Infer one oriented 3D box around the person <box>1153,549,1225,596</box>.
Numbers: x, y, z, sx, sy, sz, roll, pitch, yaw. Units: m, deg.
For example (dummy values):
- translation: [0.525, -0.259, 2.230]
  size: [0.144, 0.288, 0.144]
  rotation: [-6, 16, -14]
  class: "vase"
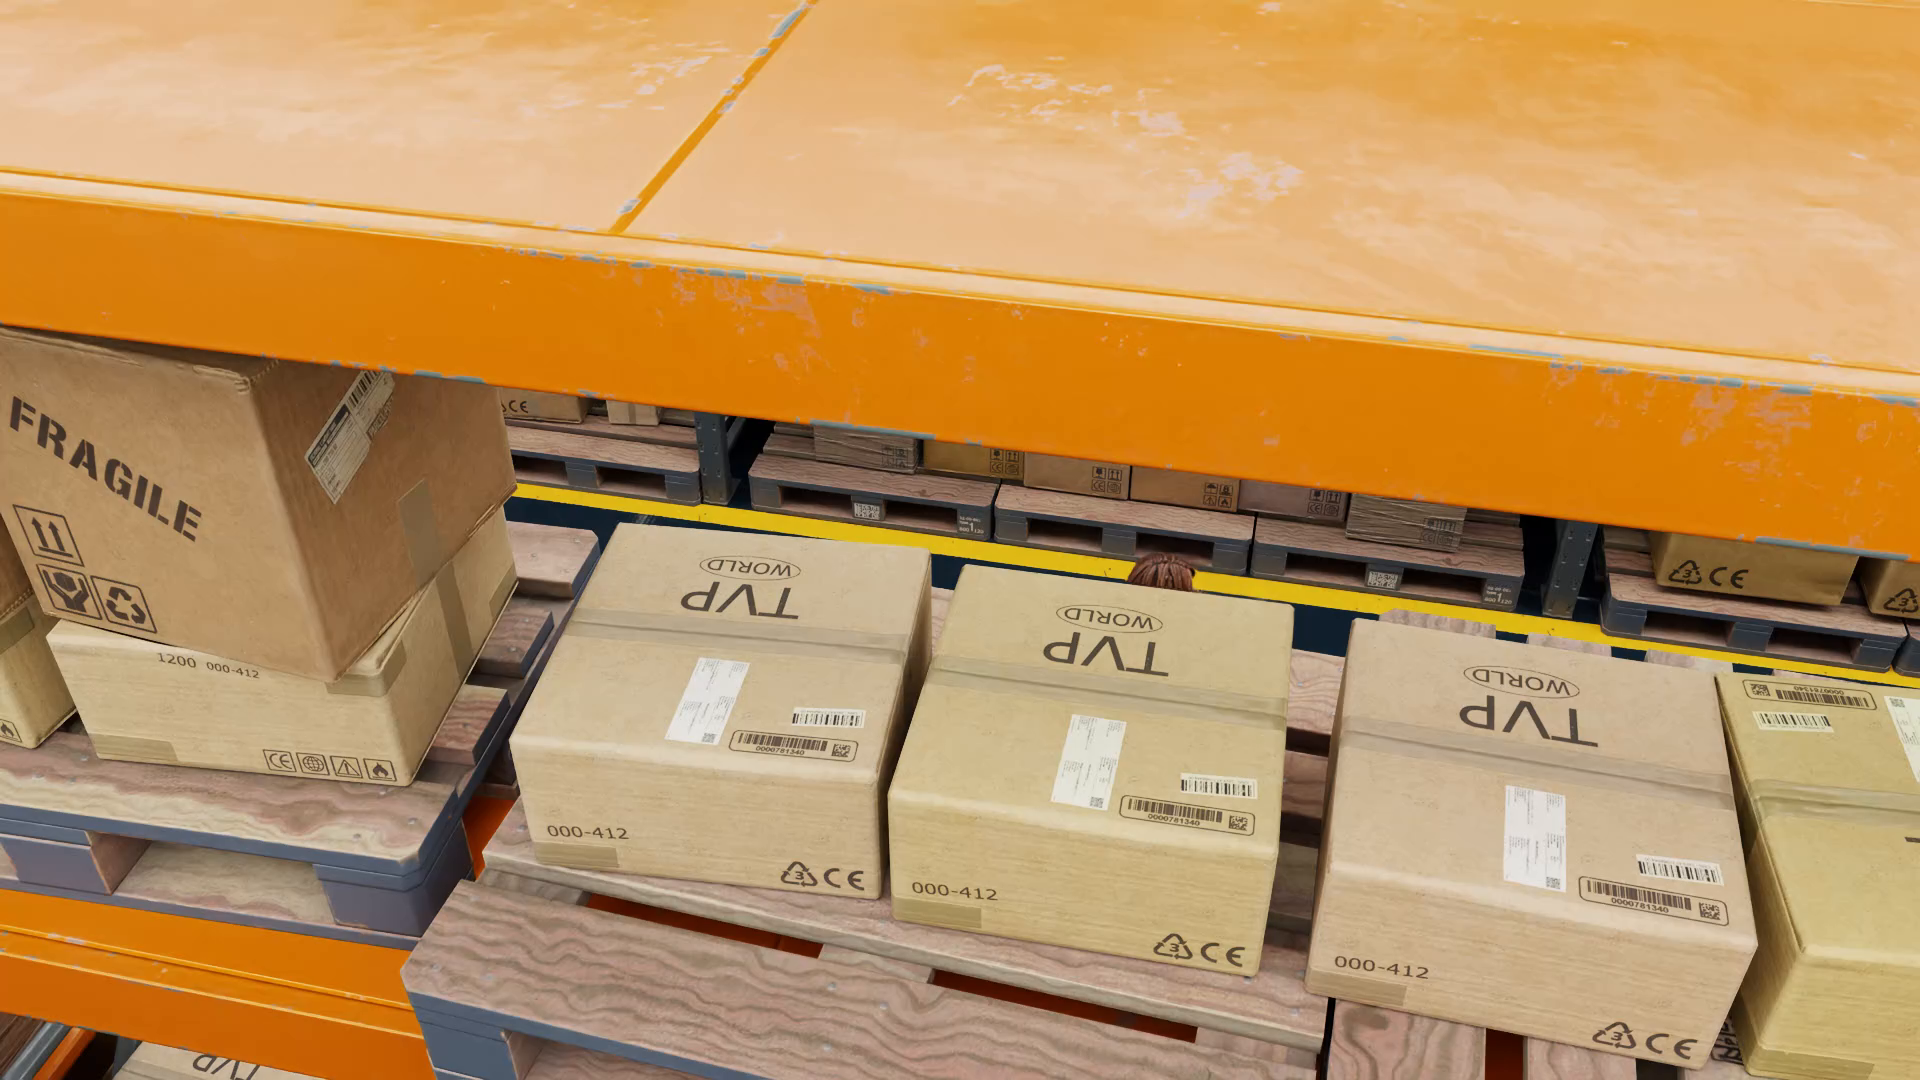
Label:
- translation: [0.682, 0.687, 5.750]
  size: [0.367, 1.593, 0.477]
  rotation: [6, 38, 9]
  class: "person"
